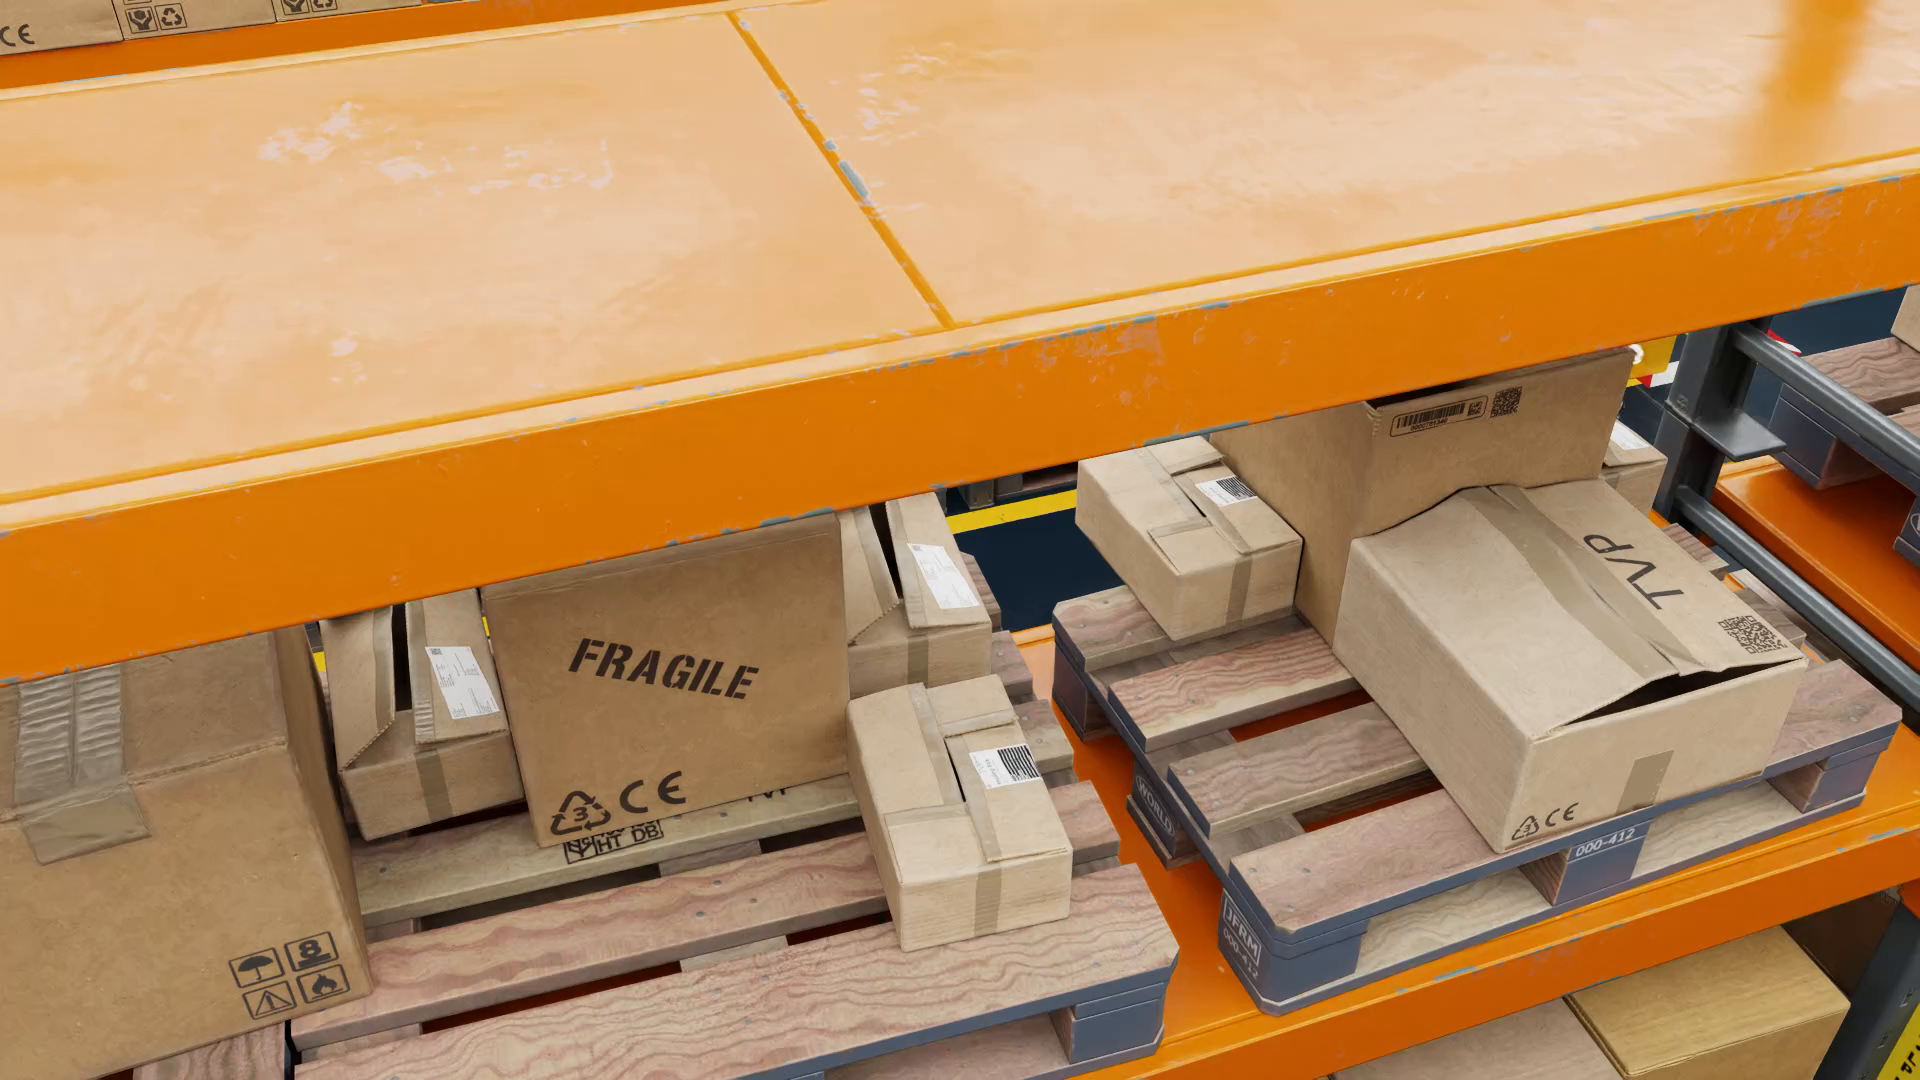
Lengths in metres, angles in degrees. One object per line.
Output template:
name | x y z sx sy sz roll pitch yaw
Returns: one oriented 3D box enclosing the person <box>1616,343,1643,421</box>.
person | 2.430 -0.129 6.783 0.794 1.749 0.544 2 38 2
